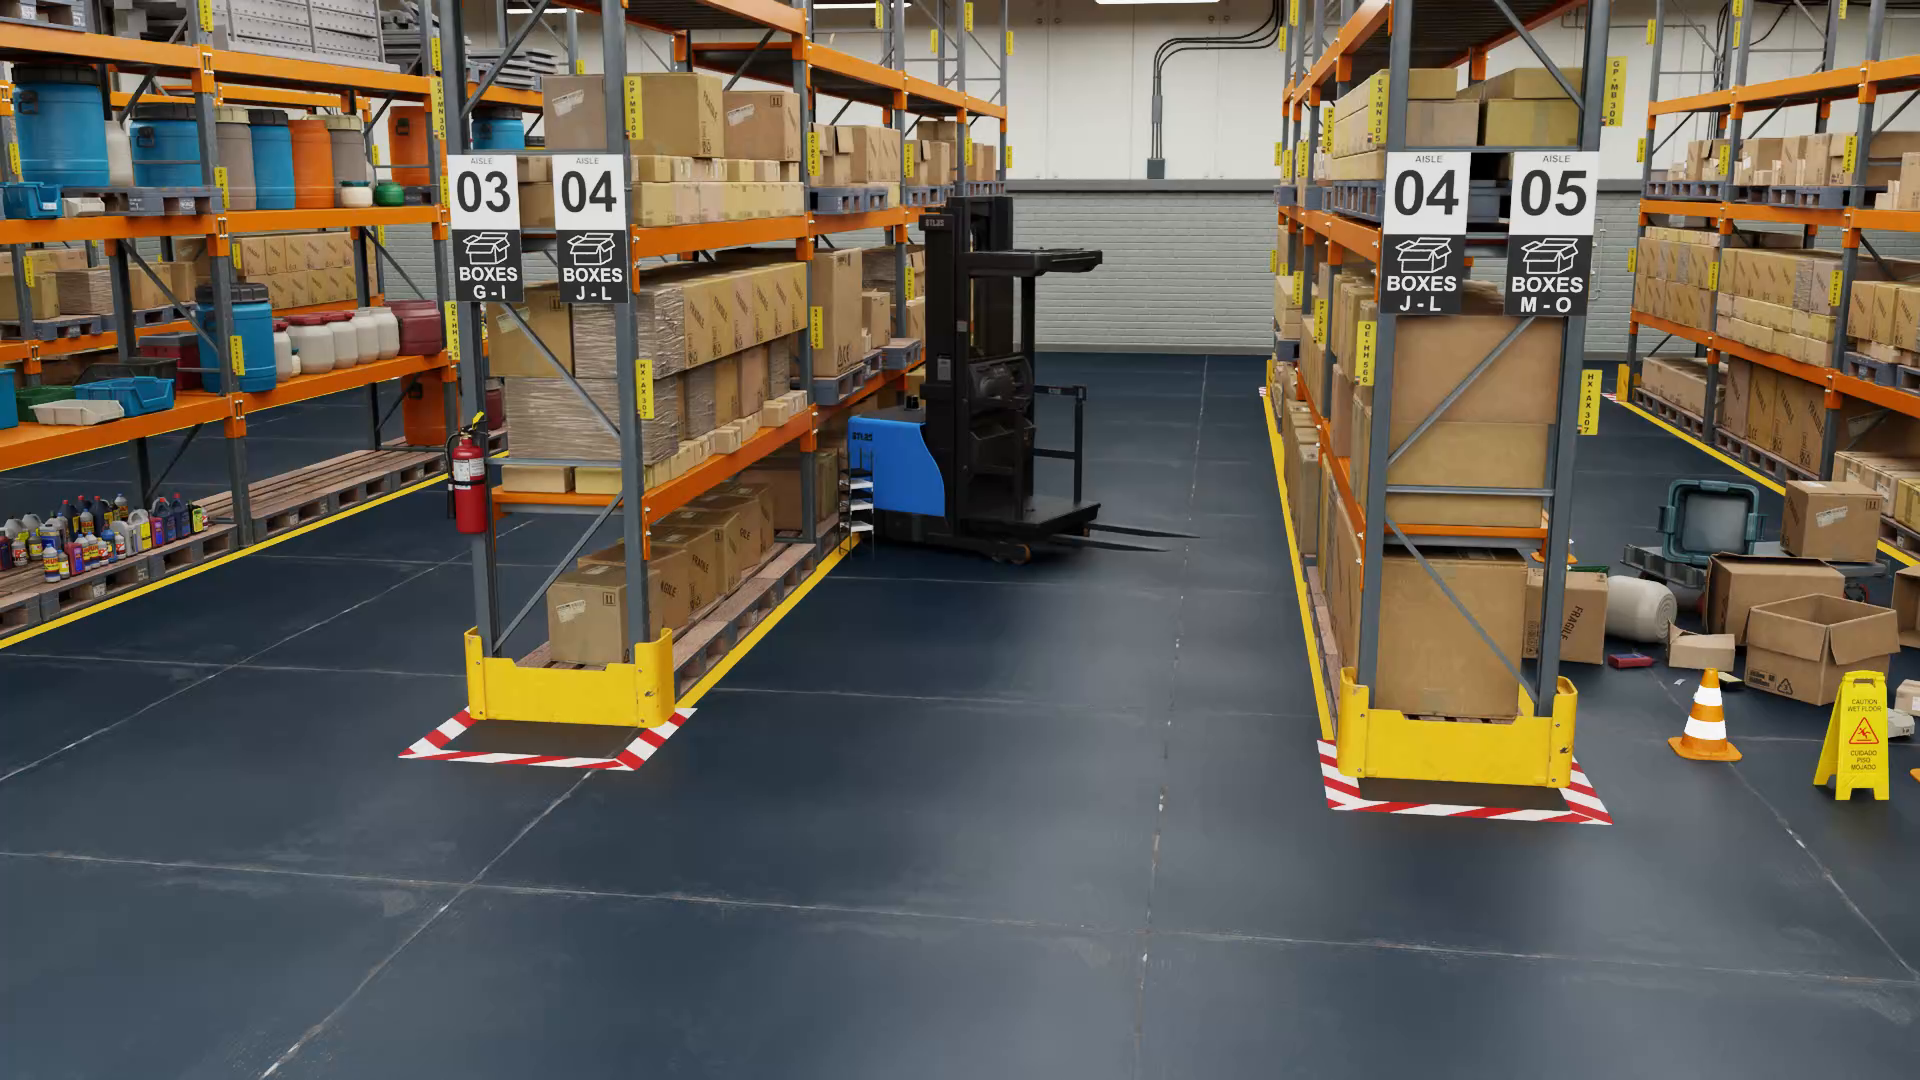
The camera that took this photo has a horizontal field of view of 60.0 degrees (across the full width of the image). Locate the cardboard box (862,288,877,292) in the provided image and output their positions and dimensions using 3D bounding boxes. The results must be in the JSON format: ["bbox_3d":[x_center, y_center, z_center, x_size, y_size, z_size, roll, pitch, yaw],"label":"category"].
[{"bbox_3d":[-1.095,-2.234,16.507,0.500,0.500,0.500,0,12,2],"label":"cardboard box"}]

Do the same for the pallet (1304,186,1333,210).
[{"bbox_3d":[3.787,-3.150,15.320,1.213,0.211,1.003,2,12,11],"label":"pallet"}]

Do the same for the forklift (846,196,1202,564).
[{"bbox_3d":[0.524,-1.362,13.855,3.031,2.935,1.130,8,14,32],"label":"forklift"}]

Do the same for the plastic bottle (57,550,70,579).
[{"bbox_3d":[-6.573,0.175,12.160,0.097,0.201,0.097,0,12,0],"label":"plastic bottle"}]

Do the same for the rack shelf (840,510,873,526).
[{"bbox_3d":[-0.865,-0.186,13.807,0.200,0.077,0.258,-6,14,-28],"label":"rack shelf"}]

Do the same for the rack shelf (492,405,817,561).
[{"bbox_3d":[-1.974,-0.493,11.370,1.077,0.370,4.000,2,12,9],"label":"rack shelf"}]

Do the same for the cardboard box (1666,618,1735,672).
[{"bbox_3d":[4.774,0.674,10.733,0.396,0.266,0.258,4,13,18],"label":"cardboard box"}]

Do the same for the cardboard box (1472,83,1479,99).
[{"bbox_3d":[3.166,-2.558,9.593,0.380,0.149,0.250,2,12,8],"label":"cardboard box"}]

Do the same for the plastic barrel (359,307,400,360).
[{"bbox_3d":[-5.893,-2.088,16.797,0.421,0.512,0.421,0,12,0],"label":"plastic barrel"}]

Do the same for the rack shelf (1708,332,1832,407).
[{"bbox_3d":[9.048,-1.838,17.607,1.077,0.370,4.000,2,12,9],"label":"rack shelf"}]

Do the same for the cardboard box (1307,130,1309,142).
[{"bbox_3d":[3.704,-4.001,16.767,0.396,0.266,0.258,2,12,9],"label":"cardboard box"}]

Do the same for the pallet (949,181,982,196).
[{"bbox_3d":[-0.300,-4.520,21.435,1.003,0.211,1.213,2,12,9],"label":"pallet"}]

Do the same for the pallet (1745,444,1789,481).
[{"bbox_3d":[9.126,-0.825,17.819,1.003,0.211,1.213,2,12,9],"label":"pallet"}]

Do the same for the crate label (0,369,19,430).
[{"bbox_3d":[-7.160,-0.998,11.922,0.502,0.435,0.616,2,12,9],"label":"crate label"}]

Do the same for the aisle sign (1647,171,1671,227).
[{"bbox_3d":[9.696,-4.733,23.166,0.394,0.787,0.004,2,12,9],"label":"aisle sign"}]

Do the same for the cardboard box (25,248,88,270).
[{"bbox_3d":[-14.573,-4.281,26.525,0.980,0.700,0.700,2,12,11],"label":"cardboard box"}]

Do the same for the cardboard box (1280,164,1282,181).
[{"bbox_3d":[4.739,-5.130,23.226,0.500,0.250,0.500,2,12,10],"label":"cardboard box"}]

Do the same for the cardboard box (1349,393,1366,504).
[{"bbox_3d":[2.679,-0.514,9.403,0.875,0.550,0.550,2,12,9],"label":"cardboard box"}]

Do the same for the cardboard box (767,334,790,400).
[{"bbox_3d":[-1.797,-1.364,12.759,0.875,0.500,0.500,2,12,9],"label":"cardboard box"}]

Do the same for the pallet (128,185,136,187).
[{"bbox_3d":[-10.550,-4.273,20.529,1.213,0.211,1.003,2,12,9],"label":"pallet"}]

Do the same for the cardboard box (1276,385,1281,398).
[{"bbox_3d":[4.237,-1.891,21.212,0.380,0.149,0.250,1,12,7],"label":"cardboard box"}]

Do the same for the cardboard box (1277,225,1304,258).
[{"bbox_3d":[4.733,-4.176,23.433,0.500,0.500,0.500,2,12,8],"label":"cardboard box"}]

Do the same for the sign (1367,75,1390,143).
[{"bbox_3d":[2.070,-2.128,8.213,0.100,0.325,0.005,2,12,9],"label":"sign"}]

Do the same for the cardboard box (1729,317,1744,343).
[{"bbox_3d":[8.949,-2.341,18.594,0.500,0.250,0.500,2,12,7],"label":"cardboard box"}]

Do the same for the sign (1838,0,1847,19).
[{"bbox_3d":[9.894,-6.018,18.655,0.100,0.325,0.005,2,12,9],"label":"sign"}]

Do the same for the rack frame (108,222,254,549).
[{"bbox_3d":[-6.561,-1.422,13.971,1.000,3.000,0.127,2,12,9],"label":"rack frame"}]

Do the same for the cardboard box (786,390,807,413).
[{"bbox_3d":[-1.409,-1.084,13.001,0.380,0.149,0.250,2,12,9],"label":"cardboard box"}]

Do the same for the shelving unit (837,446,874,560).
[{"bbox_3d":[-0.865,-0.307,13.781,0.210,0.900,0.258,-6,14,-28],"label":"shelving unit"}]

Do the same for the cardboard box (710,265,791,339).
[{"bbox_3d":[-1.540,-1.738,12.120,0.500,0.500,0.500,2,12,9],"label":"cardboard box"}]

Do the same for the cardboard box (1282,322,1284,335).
[{"bbox_3d":[3.496,-2.164,17.014,0.380,0.149,0.250,2,12,8],"label":"cardboard box"}]

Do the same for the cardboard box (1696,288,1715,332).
[{"bbox_3d":[9.175,-2.759,19.939,0.500,0.500,0.500,2,12,9],"label":"cardboard box"}]

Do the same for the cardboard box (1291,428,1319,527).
[{"bbox_3d":[3.378,-0.518,14.120,1.050,0.750,0.750,2,12,9],"label":"cardboard box"}]

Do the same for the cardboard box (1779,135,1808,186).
[{"bbox_3d":[8.725,-3.870,16.975,0.500,0.500,0.500,2,12,9],"label":"cardboard box"}]

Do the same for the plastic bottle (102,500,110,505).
[{"bbox_3d":[-7.065,-0.185,13.653,0.152,0.276,0.135,2,12,11],"label":"plastic bottle"}]

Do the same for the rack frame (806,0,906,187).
[{"bbox_3d":[-1.051,-5.027,16.458,1.000,3.000,0.127,2,12,9],"label":"rack frame"}]

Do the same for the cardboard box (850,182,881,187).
[{"bbox_3d":[-1.025,-3.172,15.327,0.500,0.250,0.500,2,12,10],"label":"cardboard box"}]

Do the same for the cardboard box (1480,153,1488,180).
[{"bbox_3d":[3.089,-2.064,9.191,0.380,0.149,0.250,2,12,9],"label":"cardboard box"}]

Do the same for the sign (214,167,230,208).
[{"bbox_3d":[-6.019,-2.872,13.560,0.100,0.325,0.005,2,12,9],"label":"sign"}]

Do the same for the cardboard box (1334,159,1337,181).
[{"bbox_3d":[2.789,-2.558,11.487,0.380,0.149,0.250,2,12,9],"label":"cardboard box"}]

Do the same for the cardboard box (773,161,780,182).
[{"bbox_3d":[-1.516,-2.665,12.027,0.380,0.149,0.250,1,12,6],"label":"cardboard box"}]

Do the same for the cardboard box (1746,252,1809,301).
[{"bbox_3d":[8.874,-2.850,17.986,0.500,0.500,0.500,2,12,7],"label":"cardboard box"}]

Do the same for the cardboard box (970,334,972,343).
[{"bbox_3d":[-0.256,-2.228,21.758,0.875,0.875,0.875,2,12,9],"label":"cardboard box"}]

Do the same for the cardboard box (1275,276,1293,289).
[{"bbox_3d":[3.934,-3.051,19.718,0.380,0.149,0.250,3,12,12],"label":"cardboard box"}]

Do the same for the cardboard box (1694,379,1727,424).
[{"bbox_3d":[9.558,-1.686,20.279,0.875,0.438,0.875,2,12,8],"label":"cardboard box"}]

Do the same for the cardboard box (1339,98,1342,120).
[{"bbox_3d":[2.750,-2.896,11.163,0.380,0.149,0.250,2,12,8],"label":"cardboard box"}]

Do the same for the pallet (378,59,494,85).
[{"bbox_3d":[-5.804,-5.048,17.956,1.213,0.211,1.003,2,12,9],"label":"pallet"}]

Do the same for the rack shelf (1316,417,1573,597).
[{"bbox_3d":[2.911,-0.312,10.527,1.077,0.370,4.000,2,12,9],"label":"rack shelf"}]

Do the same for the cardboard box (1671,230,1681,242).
[{"bbox_3d":[9.363,-3.907,21.350,0.380,0.149,0.250,2,12,7],"label":"cardboard box"}]

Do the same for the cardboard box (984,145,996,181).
[{"bbox_3d":[0.152,-5.419,23.925,0.700,0.500,0.500,1,12,5],"label":"cardboard box"}]

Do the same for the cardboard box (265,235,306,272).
[{"bbox_3d":[-9.715,-4.089,23.738,0.500,0.500,0.500,2,12,7],"label":"cardboard box"}]

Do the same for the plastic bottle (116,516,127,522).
[{"bbox_3d":[-6.559,-0.056,13.038,0.061,0.283,0.133,2,12,9],"label":"plastic bottle"}]

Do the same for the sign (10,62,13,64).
[{"bbox_3d":[-15.052,-7.727,26.394,0.100,0.325,0.005,2,12,9],"label":"sign"}]

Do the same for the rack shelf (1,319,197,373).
[{"bbox_3d":[-10.532,-2.480,20.590,1.077,0.370,4.000,2,12,9],"label":"rack shelf"}]

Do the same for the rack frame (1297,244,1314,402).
[{"bbox_3d":[3.834,-1.912,16.246,1.000,3.000,0.127,2,12,9],"label":"rack frame"}]

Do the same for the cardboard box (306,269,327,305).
[{"bbox_3d":[-9.645,-3.711,24.357,0.500,0.500,0.500,2,12,8],"label":"cardboard box"}]
